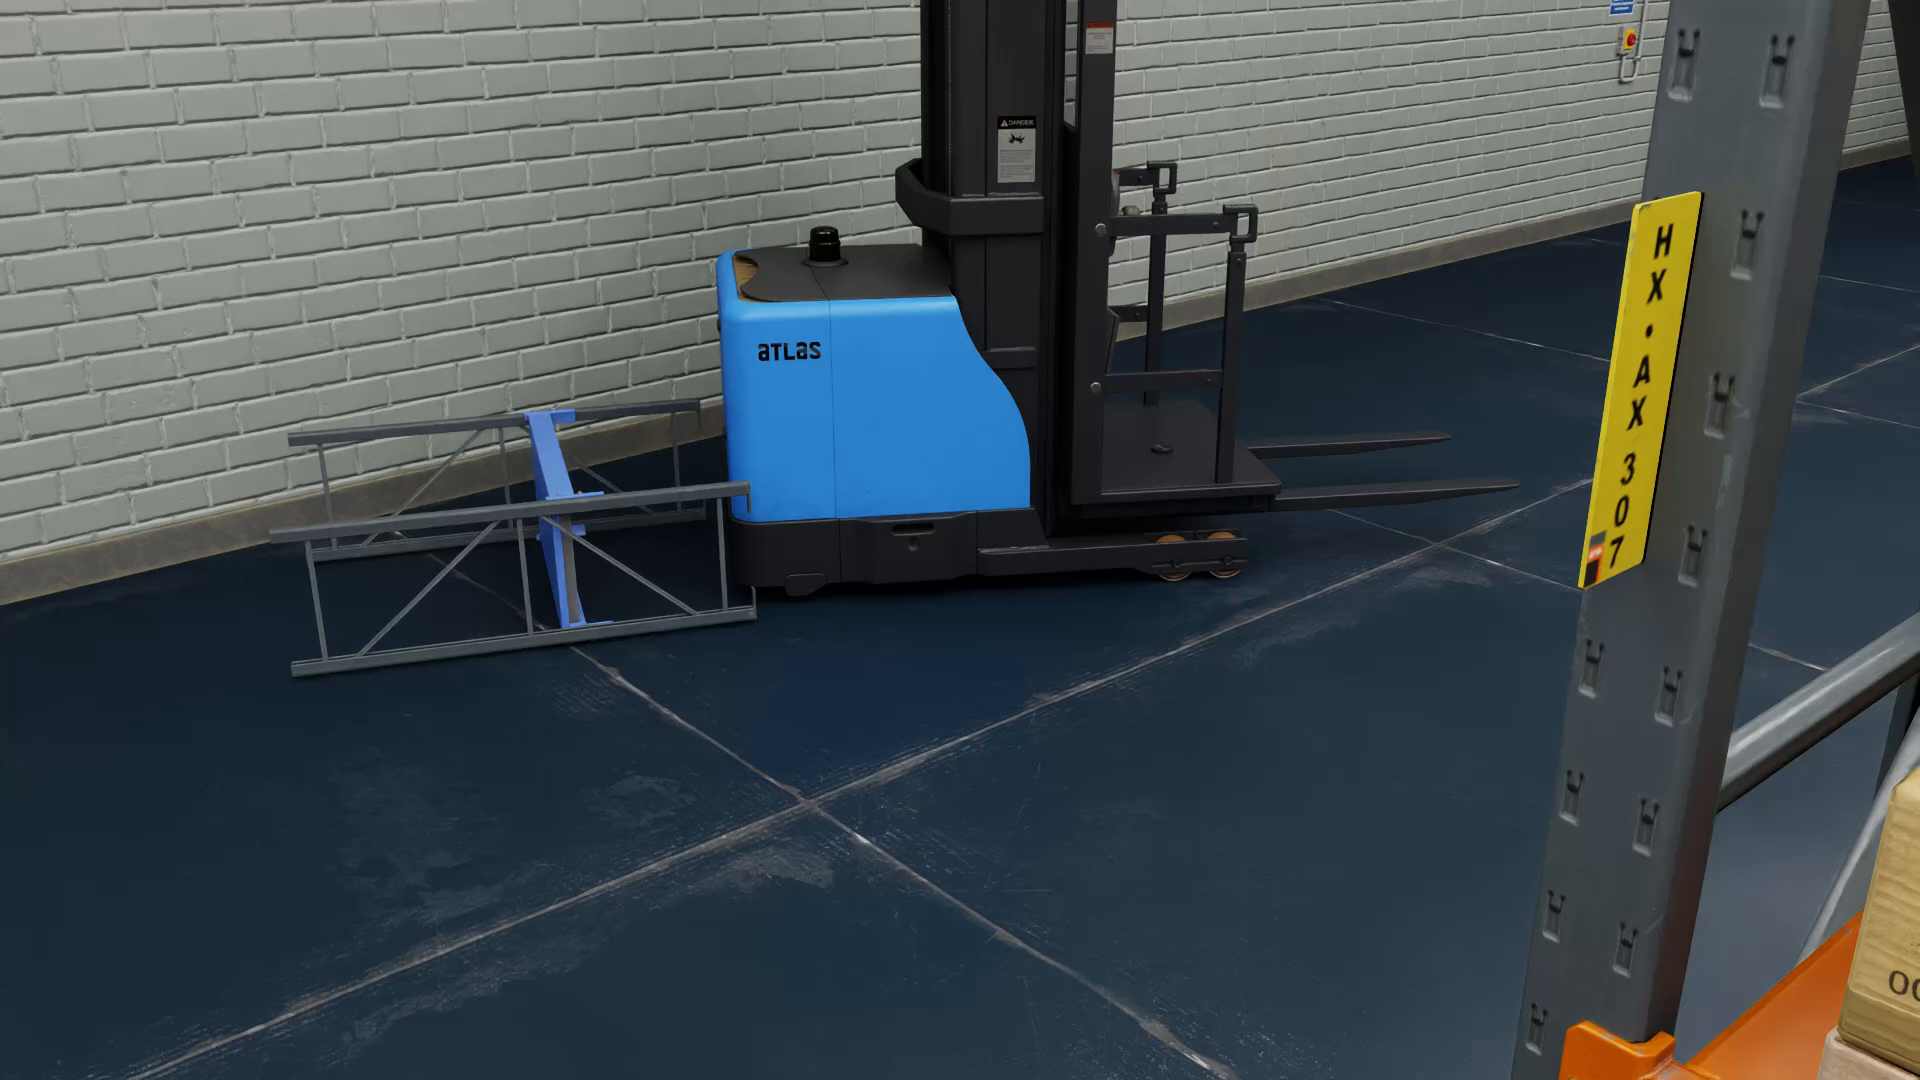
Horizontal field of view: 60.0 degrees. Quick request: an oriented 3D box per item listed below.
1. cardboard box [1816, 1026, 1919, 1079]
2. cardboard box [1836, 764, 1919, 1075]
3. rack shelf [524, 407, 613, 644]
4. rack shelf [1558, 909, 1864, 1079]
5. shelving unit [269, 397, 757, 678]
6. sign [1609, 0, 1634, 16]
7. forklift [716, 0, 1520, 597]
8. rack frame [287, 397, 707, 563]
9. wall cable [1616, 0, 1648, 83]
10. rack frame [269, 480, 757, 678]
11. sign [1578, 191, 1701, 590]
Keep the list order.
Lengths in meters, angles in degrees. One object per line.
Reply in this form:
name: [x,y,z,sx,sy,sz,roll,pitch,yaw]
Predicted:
cardboard box: [0.971,0.482,1.484,0.380,0.149,0.250,-17,27,-37]
cardboard box: [1.098,0.317,1.360,0.500,0.250,0.500,-18,28,-39]
rack shelf: [-1.403,-0.078,5.945,0.185,0.538,1.000,-7,22,-16]
rack shelf: [2.294,1.076,0.610,1.077,0.370,4.000,-17,27,-37]
shelving unit: [-1.575,-0.058,5.894,1.500,0.538,1.048,-7,22,-16]
sign: [4.722,-3.854,11.840,0.327,0.218,0.001,-17,27,-37]
forklift: [0.615,-1.401,6.042,3.031,2.935,1.130,-3,22,-9]
rack frame: [-1.729,-0.235,6.345,1.500,0.500,0.032,-7,22,-16]
wall cable: [4.798,-4.210,11.685,0.585,1.953,0.123,-17,27,-37]
rack frame: [-1.420,0.119,5.443,1.500,0.500,0.032,-7,22,-16]
sign: [0.564,-0.121,1.384,0.100,0.325,0.005,-17,27,-37]
